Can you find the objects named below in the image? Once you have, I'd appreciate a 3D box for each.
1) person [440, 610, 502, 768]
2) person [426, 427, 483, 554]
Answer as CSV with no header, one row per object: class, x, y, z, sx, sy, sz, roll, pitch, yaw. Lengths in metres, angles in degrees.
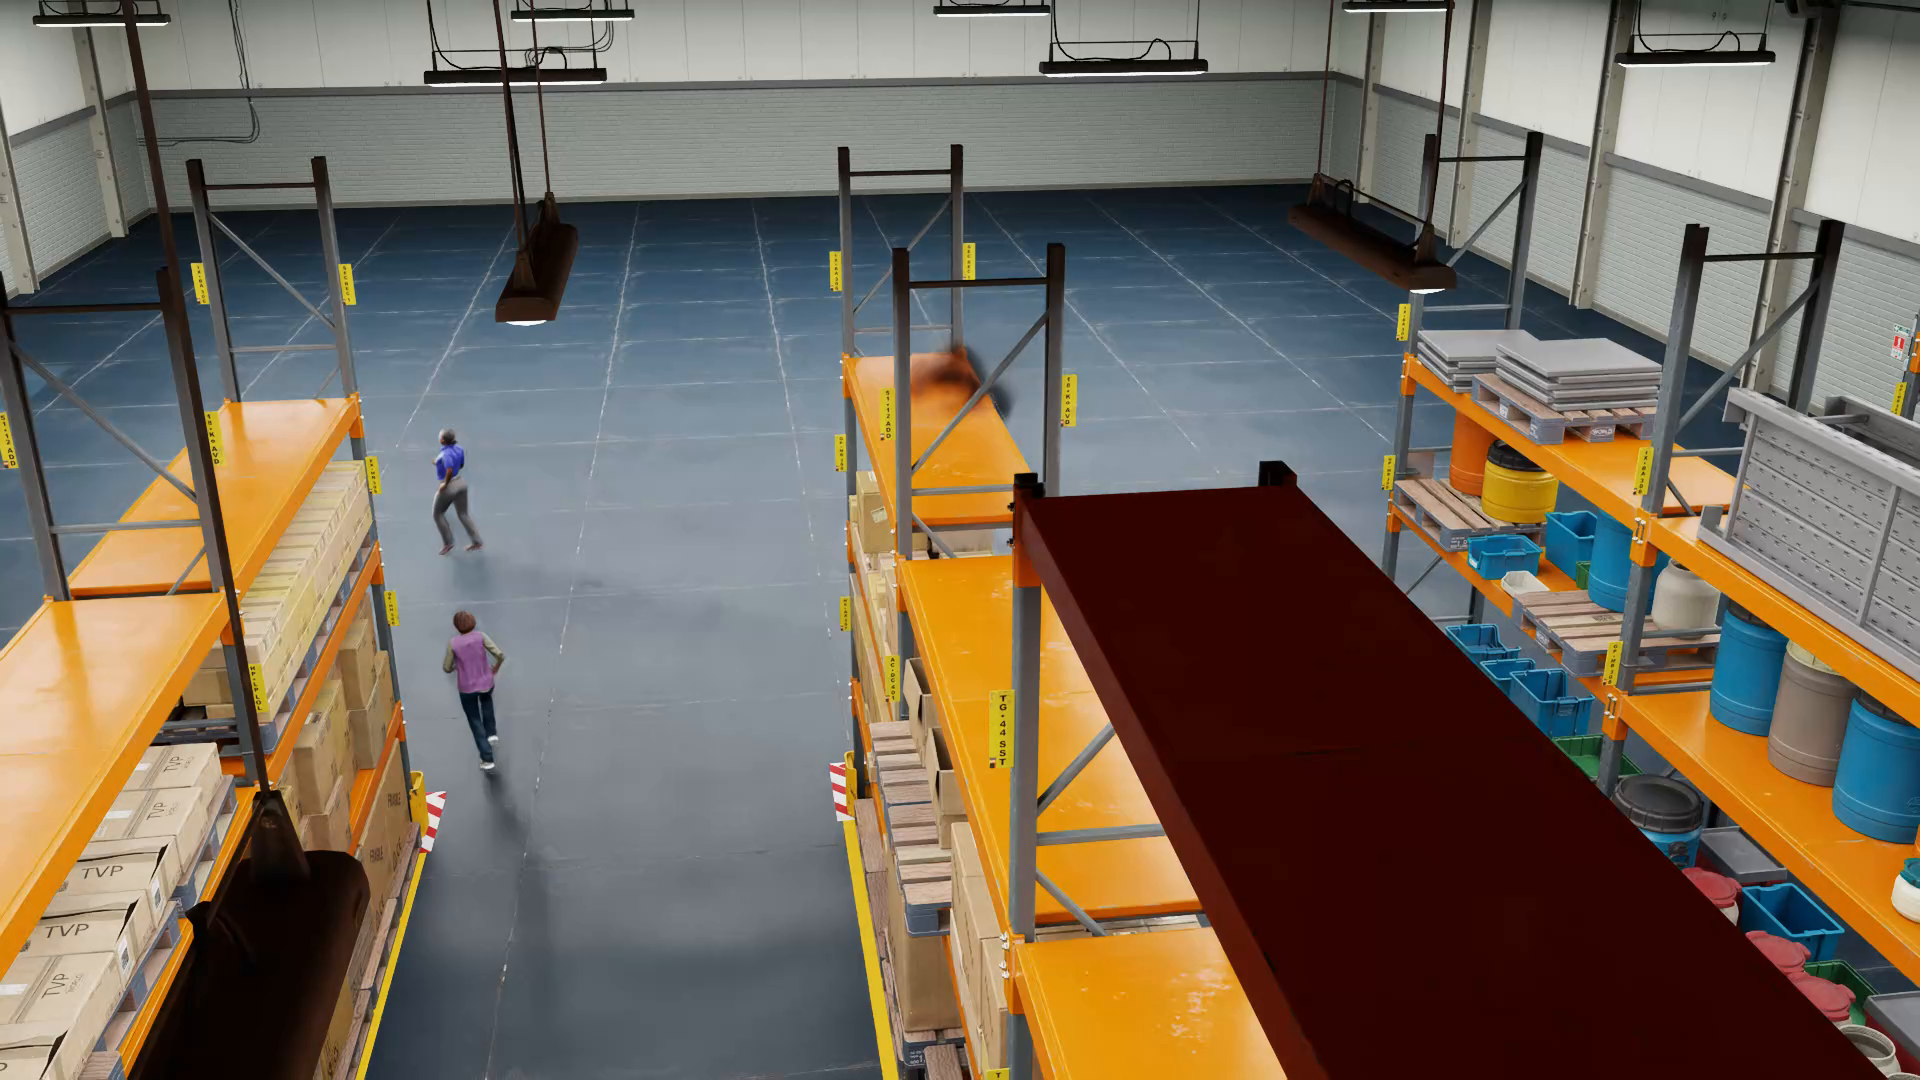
person,-4.667,1.411,15.910,0.538,1.612,0.820,-13,25,-29
person,-6.412,-0.603,20.912,0.742,1.714,0.560,10,24,24
